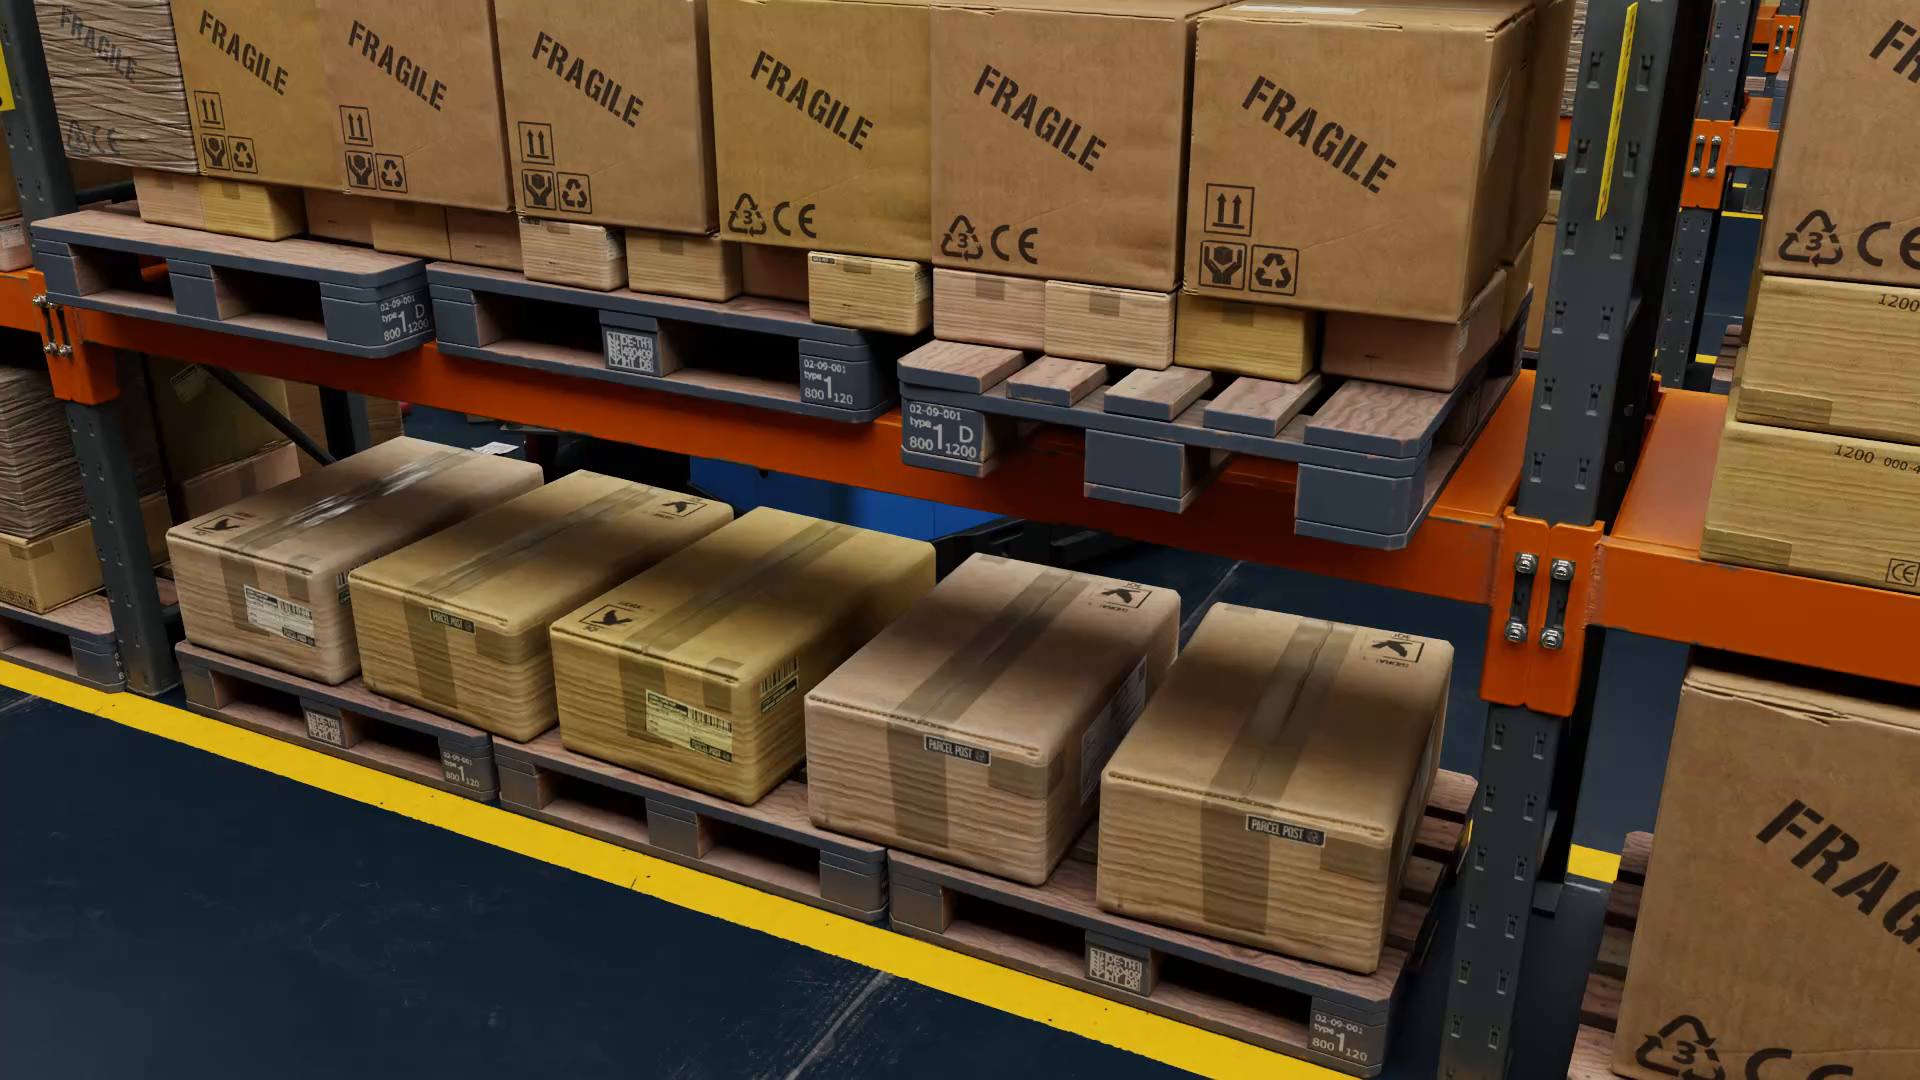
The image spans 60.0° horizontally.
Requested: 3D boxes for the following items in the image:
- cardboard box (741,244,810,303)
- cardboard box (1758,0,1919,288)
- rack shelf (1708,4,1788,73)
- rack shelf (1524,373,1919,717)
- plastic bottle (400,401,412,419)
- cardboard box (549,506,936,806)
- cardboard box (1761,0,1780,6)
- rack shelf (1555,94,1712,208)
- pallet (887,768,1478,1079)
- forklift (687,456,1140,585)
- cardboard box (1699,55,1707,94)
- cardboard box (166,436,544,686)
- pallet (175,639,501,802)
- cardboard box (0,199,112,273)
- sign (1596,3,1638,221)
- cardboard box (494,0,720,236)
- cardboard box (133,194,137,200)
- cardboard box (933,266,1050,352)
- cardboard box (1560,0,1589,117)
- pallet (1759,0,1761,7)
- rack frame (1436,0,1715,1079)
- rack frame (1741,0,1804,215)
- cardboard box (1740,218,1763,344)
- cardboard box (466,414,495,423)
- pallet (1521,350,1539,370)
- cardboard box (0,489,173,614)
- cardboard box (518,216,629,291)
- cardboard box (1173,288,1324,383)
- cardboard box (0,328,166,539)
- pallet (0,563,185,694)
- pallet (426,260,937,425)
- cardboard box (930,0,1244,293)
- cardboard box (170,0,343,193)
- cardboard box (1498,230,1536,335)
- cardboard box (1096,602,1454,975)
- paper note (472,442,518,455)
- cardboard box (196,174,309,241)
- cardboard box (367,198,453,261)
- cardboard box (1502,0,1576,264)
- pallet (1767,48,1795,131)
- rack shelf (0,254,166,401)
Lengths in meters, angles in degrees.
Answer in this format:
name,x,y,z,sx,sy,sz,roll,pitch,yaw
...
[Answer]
name,x,y,z,sx,sy,sz,roll,pitch,yaw
cardboard box,-0.283,-0.652,3.735,0.250,0.149,0.380,11,26,25
cardboard box,1.603,-0.702,2.663,0.500,0.500,0.500,10,25,23
rack shelf,3.959,-3.852,12.393,4.000,0.370,1.077,11,25,25
rack shelf,3.058,0.316,2.594,4.000,0.370,1.077,11,25,25
plastic bottle,-2.602,-0.605,7.596,0.283,0.061,0.133,16,28,33
cardboard box,-0.563,0.281,4.578,0.625,0.372,0.950,12,26,26
cardboard box,9.639,-6.481,19.918,0.500,0.311,0.500,12,26,26
rack shelf,1.631,-2.137,8.362,4.000,0.370,1.077,11,25,25
pallet,0.576,0.776,4.155,1.213,0.211,1.003,11,25,25
forklift,0.484,-1.502,6.037,3.031,2.935,1.130,-18,29,-35
cardboard box,5.133,-3.335,11.932,0.500,0.250,0.500,12,26,27
cardboard box,-1.828,0.033,5.161,0.625,0.372,0.950,12,26,25
pallet,-1.602,0.345,5.168,1.213,0.211,1.003,11,25,25
cardboard box,-2.721,-0.910,4.877,0.250,0.149,0.380,11,25,24
sign,1.036,-0.674,2.623,0.005,0.325,0.100,11,25,25
cardboard box,-0.662,-1.001,3.726,0.500,0.500,0.500,10,25,22
cardboard box,-2.433,-1.127,5.388,0.250,0.149,0.380,11,25,24
cardboard box,0.136,-0.520,3.424,0.250,0.149,0.380,10,25,22
cardboard box,2.893,-2.147,7.338,0.500,0.500,0.500,11,25,25
pallet,5.060,-3.830,11.668,1.003,0.211,1.213,11,25,25
rack frame,1.273,-0.369,3.284,0.127,3.000,1.000,11,25,25
rack frame,5.744,-3.830,11.422,0.127,3.000,1.000,11,25,25
cardboard box,1.820,-0.533,3.223,0.500,0.250,0.500,11,25,24
cardboard box,-2.056,-0.710,7.581,0.396,0.266,0.258,-5,24,-12
pallet,2.746,-0.997,8.326,1.213,0.211,1.003,11,25,25
cardboard box,-2.946,-0.013,5.425,0.500,0.250,0.500,12,26,27
cardboard box,-0.796,-0.705,3.859,0.250,0.149,0.380,12,26,27
cardboard box,0.602,-0.444,3.245,0.250,0.149,0.380,12,26,25
cardboard box,-2.946,-0.359,5.279,0.500,0.500,0.500,11,25,24
pallet,-2.912,0.102,5.740,1.213,0.211,1.003,11,25,25
pallet,-0.512,-0.616,4.110,1.213,0.211,1.003,11,25,25
cardboard box,0.275,-0.815,3.290,0.500,0.500,0.500,11,25,24
cardboard box,-1.561,-1.180,4.147,0.500,0.500,0.500,11,26,25
cardboard box,1.067,-0.568,3.538,0.250,0.149,0.380,10,25,22
cardboard box,0.773,0.544,3.959,0.625,0.372,0.950,9,25,21
paper note,-2.000,-0.398,7.147,0.142,0.019,0.148,11,25,25
cardboard box,-1.727,-0.897,4.312,0.250,0.149,0.380,12,26,26
cardboard box,-1.229,-0.814,4.116,0.250,0.149,0.380,12,26,25
cardboard box,0.976,-0.905,3.501,0.500,0.500,0.500,10,25,23
pallet,4.100,-1.938,7.220,1.003,0.211,1.213,11,25,25
rack shelf,-4.082,-1.097,5.916,4.000,0.370,1.077,11,25,25
